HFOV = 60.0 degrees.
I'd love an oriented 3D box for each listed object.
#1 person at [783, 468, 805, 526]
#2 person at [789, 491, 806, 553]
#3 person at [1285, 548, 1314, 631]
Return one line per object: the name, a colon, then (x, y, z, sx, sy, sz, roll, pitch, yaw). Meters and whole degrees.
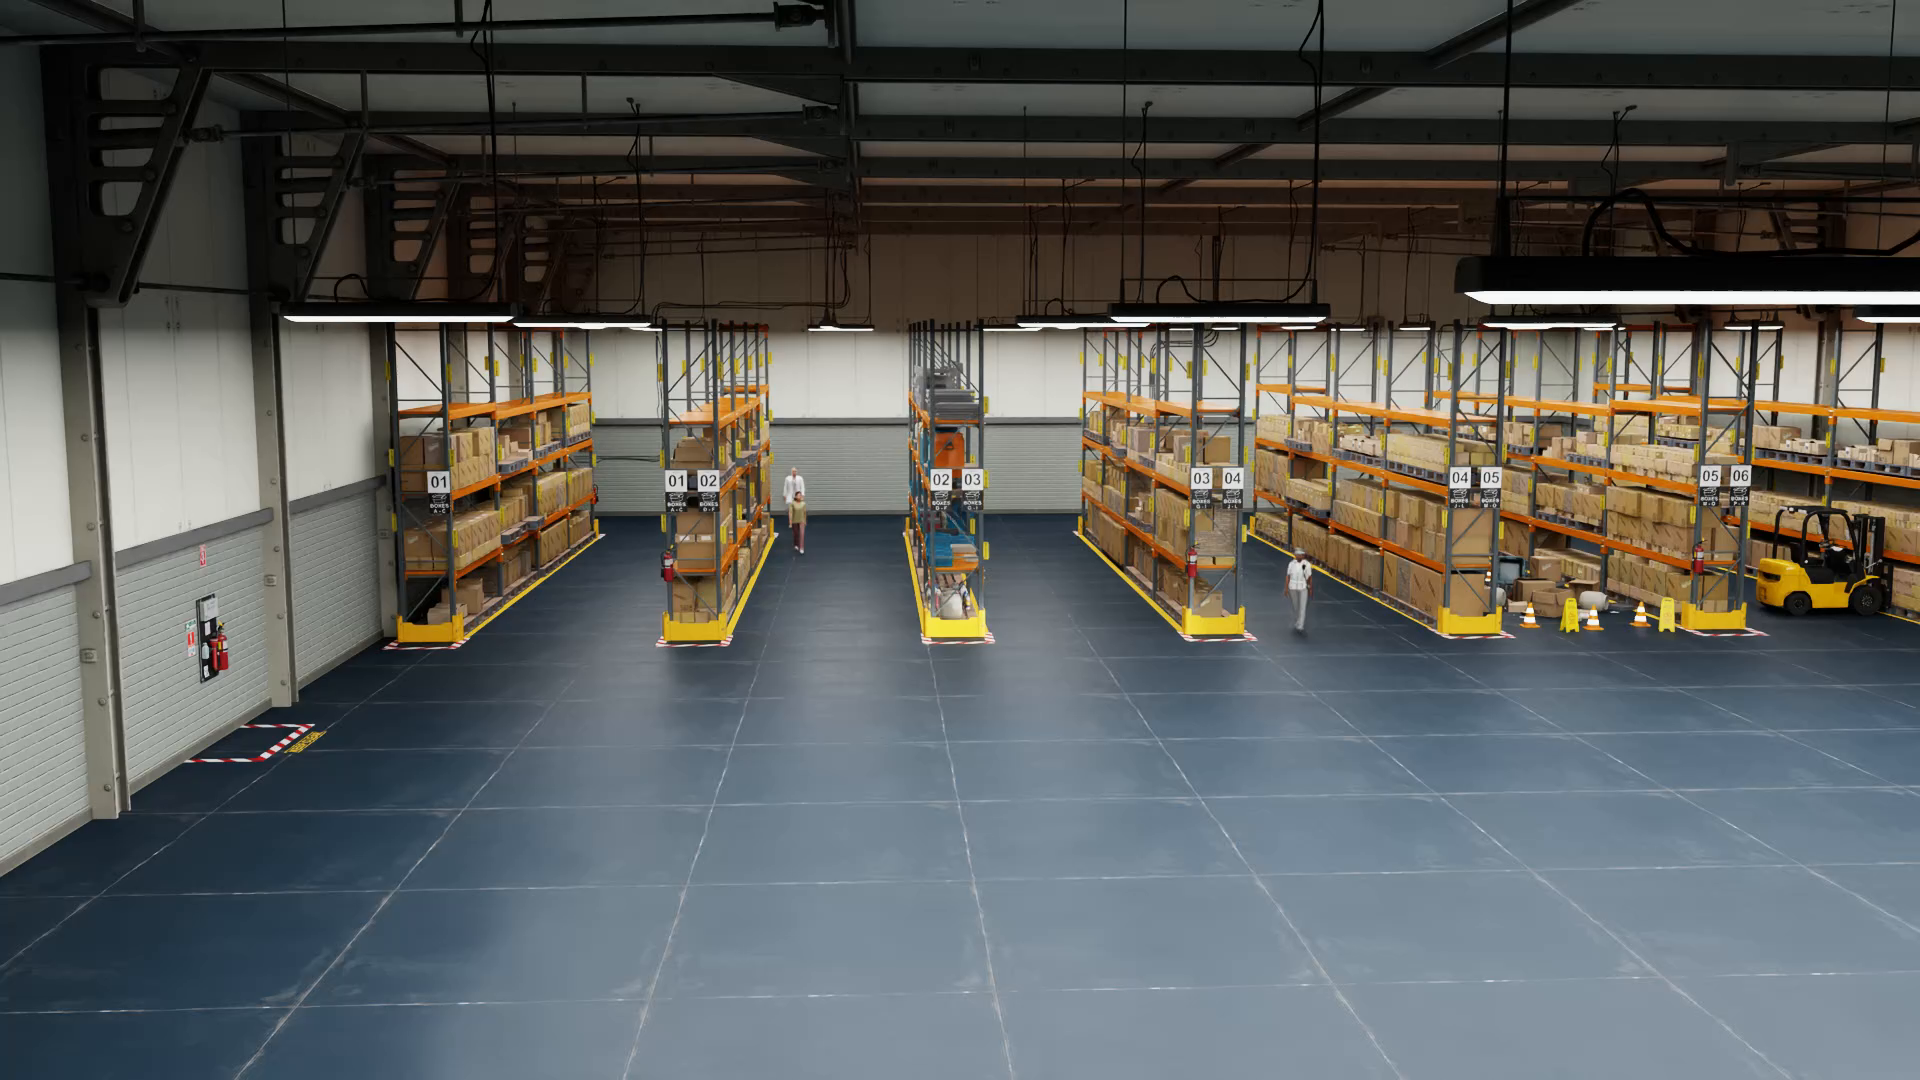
person: (-4.958, -1.304, 49.734, 0.632, 1.718, 1.114, -2, 7, -13)
person: (-4.262, -0.478, 43.665, 0.463, 1.611, 1.082, -1, 7, -7)
person: (6.505, 0.951, 32.010, 0.501, 1.624, 1.028, 4, 8, 29)
